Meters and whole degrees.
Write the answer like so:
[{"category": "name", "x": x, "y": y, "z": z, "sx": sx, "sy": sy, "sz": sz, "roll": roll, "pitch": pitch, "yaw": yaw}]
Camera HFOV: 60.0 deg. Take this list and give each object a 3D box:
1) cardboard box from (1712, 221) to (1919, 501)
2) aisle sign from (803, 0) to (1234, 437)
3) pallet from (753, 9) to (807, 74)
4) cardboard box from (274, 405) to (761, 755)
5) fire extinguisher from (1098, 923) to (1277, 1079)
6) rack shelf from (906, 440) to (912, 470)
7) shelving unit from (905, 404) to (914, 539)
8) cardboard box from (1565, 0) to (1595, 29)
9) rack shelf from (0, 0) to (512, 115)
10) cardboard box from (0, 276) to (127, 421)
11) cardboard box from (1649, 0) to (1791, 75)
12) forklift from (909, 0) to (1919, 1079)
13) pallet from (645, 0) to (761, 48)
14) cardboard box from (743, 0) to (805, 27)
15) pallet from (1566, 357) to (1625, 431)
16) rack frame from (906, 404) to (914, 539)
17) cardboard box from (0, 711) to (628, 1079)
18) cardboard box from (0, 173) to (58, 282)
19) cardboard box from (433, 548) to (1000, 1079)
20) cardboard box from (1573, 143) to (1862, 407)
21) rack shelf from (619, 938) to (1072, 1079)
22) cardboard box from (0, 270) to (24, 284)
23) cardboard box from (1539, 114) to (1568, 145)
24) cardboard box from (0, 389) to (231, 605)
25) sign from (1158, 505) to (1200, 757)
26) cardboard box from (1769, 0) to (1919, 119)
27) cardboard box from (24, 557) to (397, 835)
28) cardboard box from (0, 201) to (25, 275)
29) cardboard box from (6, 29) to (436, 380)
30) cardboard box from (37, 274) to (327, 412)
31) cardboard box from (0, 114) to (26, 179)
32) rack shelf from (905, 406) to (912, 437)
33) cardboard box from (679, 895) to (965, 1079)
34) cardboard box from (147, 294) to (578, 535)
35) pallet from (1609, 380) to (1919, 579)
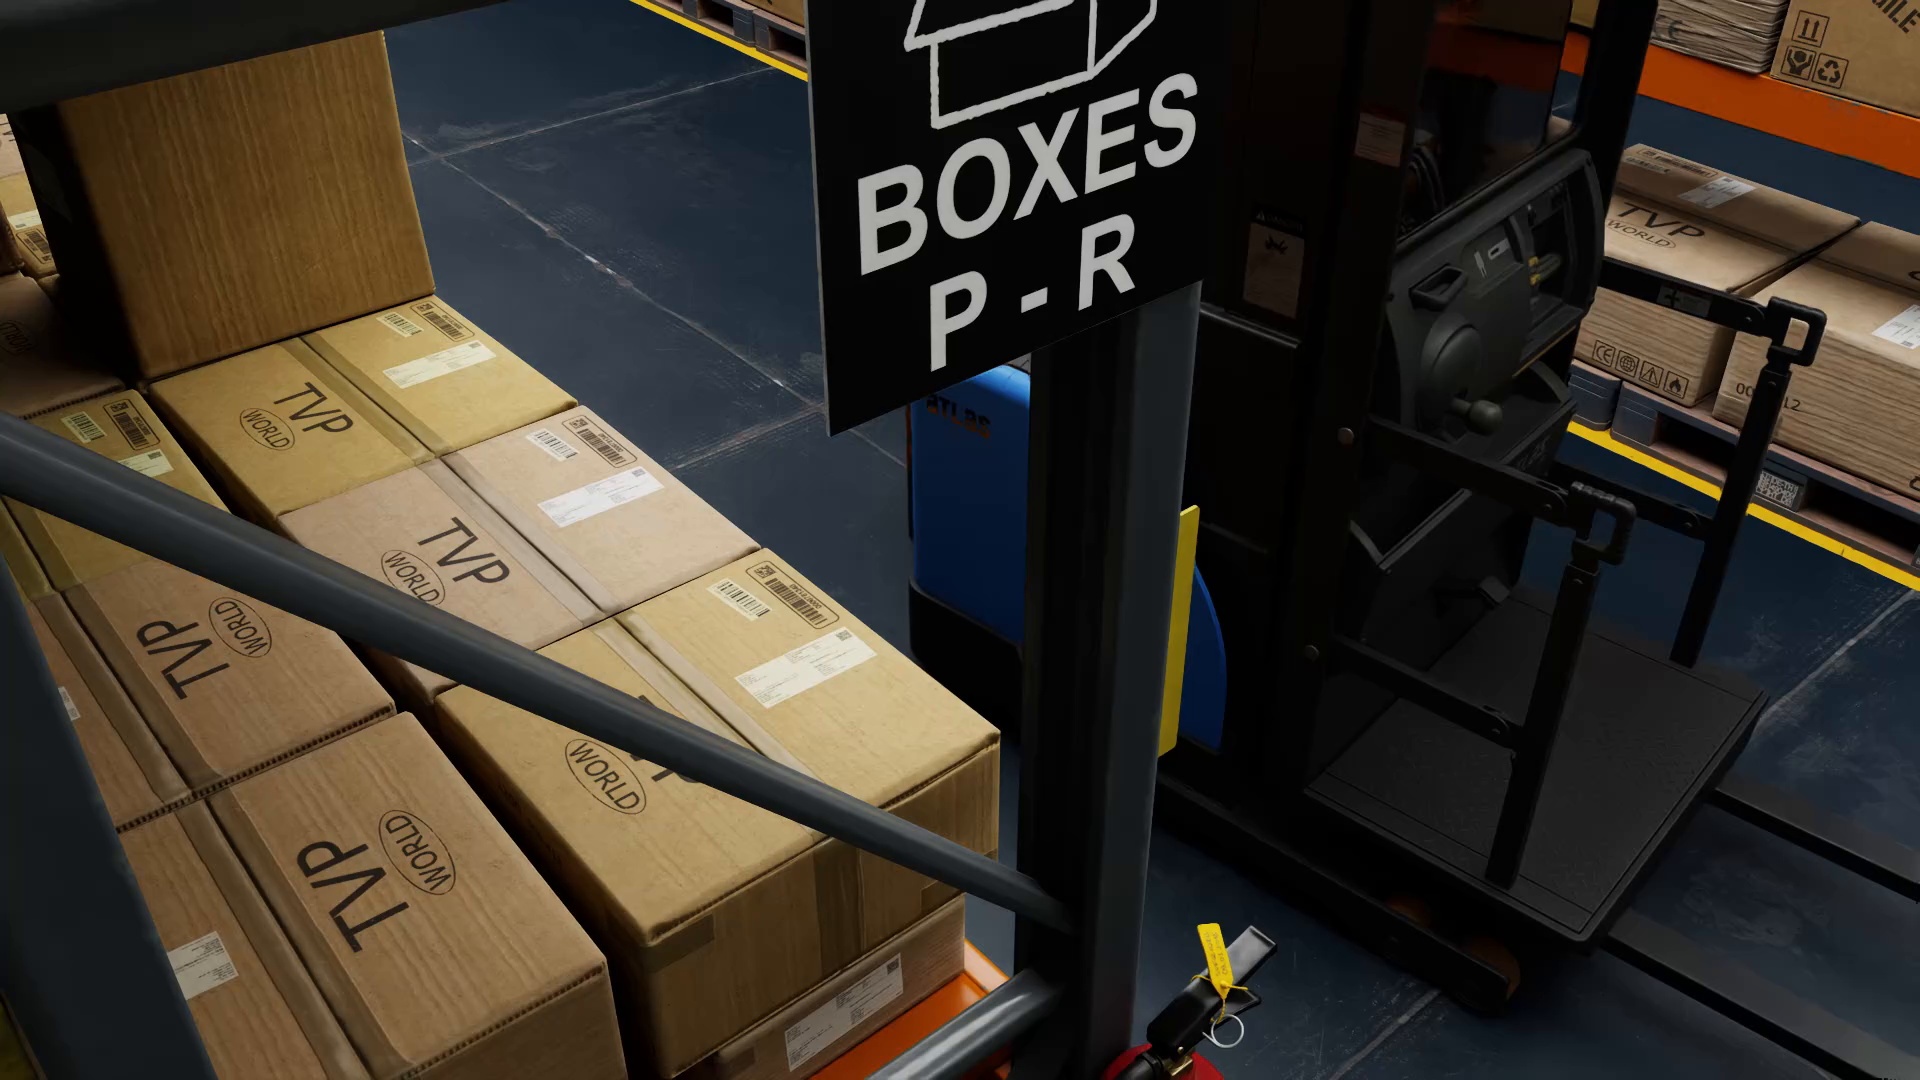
[{"category": "cardboard box", "x": 3.075, "y": -0.561, "z": 5.301, "sx": 0.875, "sy": 0.438, "sz": 0.875, "roll": -28, "pitch": 44, "yaw": -33}, {"category": "aisle sign", "x": 0.056, "y": -0.469, "z": 1.067, "sx": 0.394, "sy": 0.787, "sz": 0.004, "roll": -26, "pitch": 43, "yaw": -32}, {"category": "pallet", "x": -0.351, "y": -2.661, "z": 8.825, "sx": 1.003, "sy": 0.211, "sz": 1.213, "roll": -26, "pitch": 43, "yaw": -32}, {"category": "cardboard box", "x": -0.625, "y": 0.088, "z": 2.403, "sx": 0.500, "sy": 0.250, "sz": 0.500, "roll": -26, "pitch": 43, "yaw": -31}, {"category": "fire extinguisher", "x": 0.236, "y": 0.748, "z": 1.988, "sx": 0.296, "sy": 0.674, "sz": 0.183, "roll": -26, "pitch": 43, "yaw": -32}, {"category": "rack shelf", "x": -0.009, "y": -0.264, "z": 5.077, "sx": 0.258, "sy": 0.103, "sz": 0.180, "roll": -26, "pitch": 43, "yaw": -32}, {"category": "shelving unit", "x": -0.009, "y": -0.496, "z": 4.912, "sx": 0.258, "sy": 1.200, "sz": 0.189, "roll": -26, "pitch": 43, "yaw": -32}, {"category": "cardboard box", "x": 2.069, "y": -2.010, "z": 5.407, "sx": 0.500, "sy": 0.500, "sz": 0.500, "roll": -25, "pitch": 42, "yaw": -30}, {"category": "rack shelf", "x": -1.503, "y": -1.142, "z": 2.294, "sx": 1.077, "sy": 0.370, "sz": 4.000, "roll": -26, "pitch": 43, "yaw": -32}, {"category": "cardboard box", "x": -1.697, "y": -0.172, "z": 2.770, "sx": 0.500, "sy": 0.250, "sz": 0.500, "roll": -26, "pitch": 43, "yaw": -32}, {"category": "cardboard box", "x": 2.412, "y": -1.787, "z": 5.092, "sx": 0.500, "sy": 0.500, "sz": 0.500, "roll": -25, "pitch": 42, "yaw": -31}, {"category": "forklift", "x": 1.295, "y": -0.483, "z": 3.395, "sx": 3.031, "sy": 2.935, "sz": 1.130, "roll": 27, "pitch": 43, "yaw": 33}, {"category": "pallet", "x": -1.134, "y": -3.199, "z": 9.585, "sx": 1.003, "sy": 0.211, "sz": 1.213, "roll": -26, "pitch": 43, "yaw": -32}, {"category": "cardboard box", "x": -0.631, "y": -3.287, "z": 8.770, "sx": 0.875, "sy": 0.875, "sz": 0.875, "roll": -25, "pitch": 43, "yaw": -31}, {"category": "pallet", "x": 2.218, "y": -0.906, "z": 6.346, "sx": 1.003, "sy": 0.211, "sz": 1.213, "roll": -26, "pitch": 43, "yaw": -32}, {"category": "rack frame", "x": -0.068, "y": -0.536, "z": 4.969, "sx": 0.240, "sy": 1.200, "sz": 0.006, "roll": -26, "pitch": 43, "yaw": -32}, {"category": "cardboard box", "x": -0.712, "y": 0.507, "z": 1.811, "sx": 0.500, "sy": 0.250, "sz": 0.500, "roll": -25, "pitch": 42, "yaw": -31}, {"category": "cardboard box", "x": -1.632, "y": -0.580, "z": 3.346, "sx": 0.500, "sy": 0.250, "sz": 0.500, "roll": -26, "pitch": 43, "yaw": -32}, {"category": "cardboard box", "x": -0.299, "y": 0.310, "z": 2.089, "sx": 0.500, "sy": 0.250, "sz": 0.500, "roll": -26, "pitch": 43, "yaw": -32}, {"category": "cardboard box", "x": 2.478, "y": -0.962, "z": 5.867, "sx": 0.875, "sy": 0.438, "sz": 0.875, "roll": -25, "pitch": 42, "yaw": -31}, {"category": "rack shelf", "x": -1.503, "y": 0.082, "z": 3.161, "sx": 1.077, "sy": 0.370, "sz": 4.000, "roll": -26, "pitch": 43, "yaw": -32}, {"category": "cardboard box", "x": -2.020, "y": -0.388, "z": 3.075, "sx": 0.500, "sy": 0.250, "sz": 0.500, "roll": -25, "pitch": 42, "yaw": -31}, {"category": "cardboard box", "x": 1.897, "y": -1.361, "z": 6.430, "sx": 0.875, "sy": 0.438, "sz": 0.875, "roll": -27, "pitch": 44, "yaw": -33}, {"category": "cardboard box", "x": -1.360, "y": 0.059, "z": 2.444, "sx": 0.500, "sy": 0.250, "sz": 0.500, "roll": -25, "pitch": 42, "yaw": -30}, {"category": "sign", "x": 0.202, "y": 0.116, "z": 1.742, "sx": 0.100, "sy": 0.325, "sz": 0.005, "roll": -26, "pitch": 43, "yaw": -32}, {"category": "cardboard box", "x": 2.751, "y": -1.564, "z": 4.776, "sx": 0.500, "sy": 0.500, "sz": 0.500, "roll": -27, "pitch": 43, "yaw": -33}, {"category": "cardboard box", "x": -1.044, "y": 0.279, "z": 2.133, "sx": 0.500, "sy": 0.250, "sz": 0.500, "roll": -26, "pitch": 43, "yaw": -32}, {"category": "cardboard box", "x": -2.036, "y": -0.704, "z": 2.872, "sx": 0.500, "sy": 0.500, "sz": 0.500, "roll": -27, "pitch": 44, "yaw": -33}, {"category": "cardboard box", "x": -1.268, "y": -0.658, "z": 2.807, "sx": 0.500, "sy": 0.500, "sz": 0.500, "roll": -25, "pitch": 42, "yaw": -31}, {"category": "cardboard box", "x": -1.301, "y": -0.352, "z": 3.025, "sx": 0.500, "sy": 0.250, "sz": 0.500, "roll": -27, "pitch": 43, "yaw": -33}, {"category": "cardboard box", "x": -1.944, "y": -0.805, "z": 3.664, "sx": 0.500, "sy": 0.250, "sz": 0.500, "roll": -26, "pitch": 43, "yaw": -32}, {"category": "rack shelf", "x": -0.009, "y": -0.362, "z": 5.007, "sx": 0.258, "sy": 0.103, "sz": 0.180, "roll": -26, "pitch": 43, "yaw": -32}, {"category": "cardboard box", "x": -0.215, "y": 0.526, "z": 2.129, "sx": 0.380, "sy": 0.149, "sz": 0.250, "roll": -26, "pitch": 43, "yaw": -32}, {"category": "cardboard box", "x": -0.954, "y": -0.135, "z": 2.717, "sx": 0.500, "sy": 0.250, "sz": 0.500, "roll": -27, "pitch": 43, "yaw": -33}, {"category": "pallet", "x": 3.001, "y": -0.367, "z": 5.586, "sx": 1.003, "sy": 0.211, "sz": 1.213, "roll": -26, "pitch": 43, "yaw": -32}]
